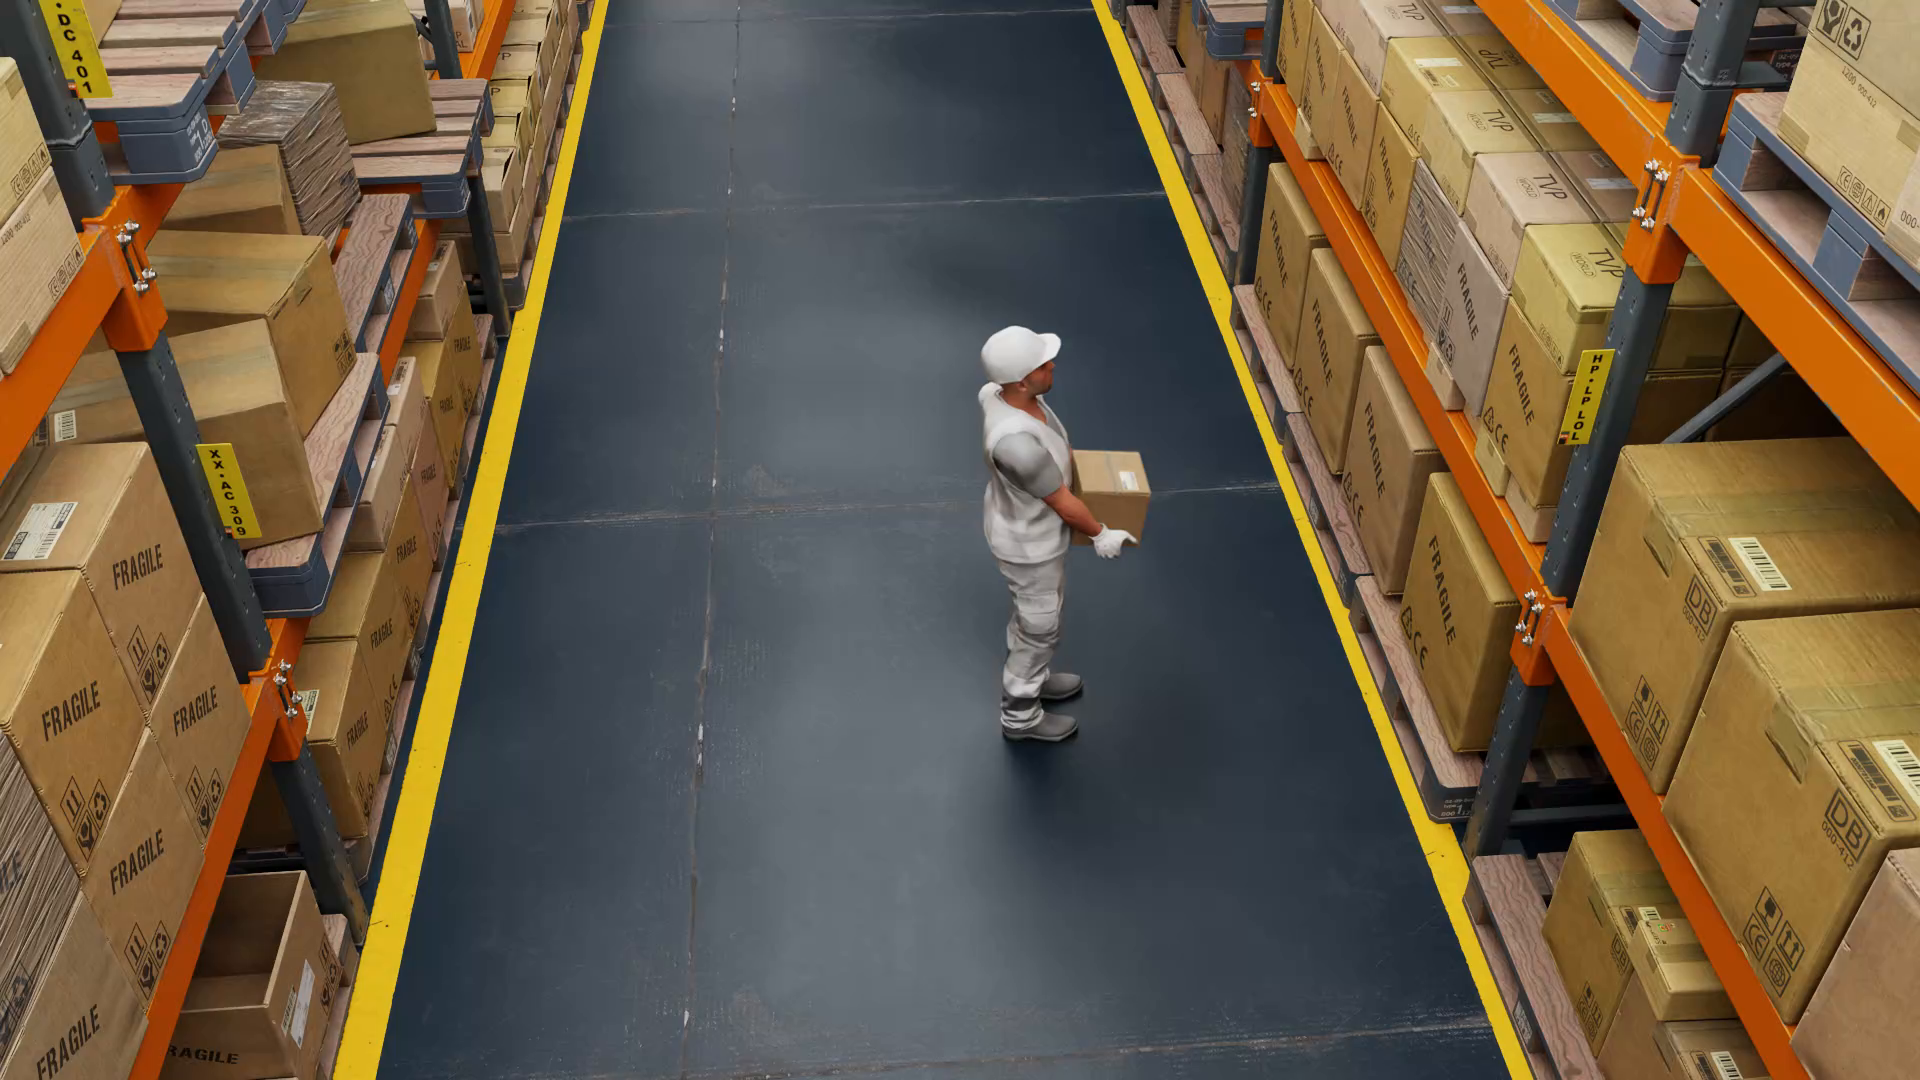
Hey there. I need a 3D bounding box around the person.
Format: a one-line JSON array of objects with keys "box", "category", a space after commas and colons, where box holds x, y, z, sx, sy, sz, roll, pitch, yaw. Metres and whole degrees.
[{"box": [0.352, -0.020, 6.161, 0.560, 1.787, 0.500, -3, 39, -4], "category": "person"}]
